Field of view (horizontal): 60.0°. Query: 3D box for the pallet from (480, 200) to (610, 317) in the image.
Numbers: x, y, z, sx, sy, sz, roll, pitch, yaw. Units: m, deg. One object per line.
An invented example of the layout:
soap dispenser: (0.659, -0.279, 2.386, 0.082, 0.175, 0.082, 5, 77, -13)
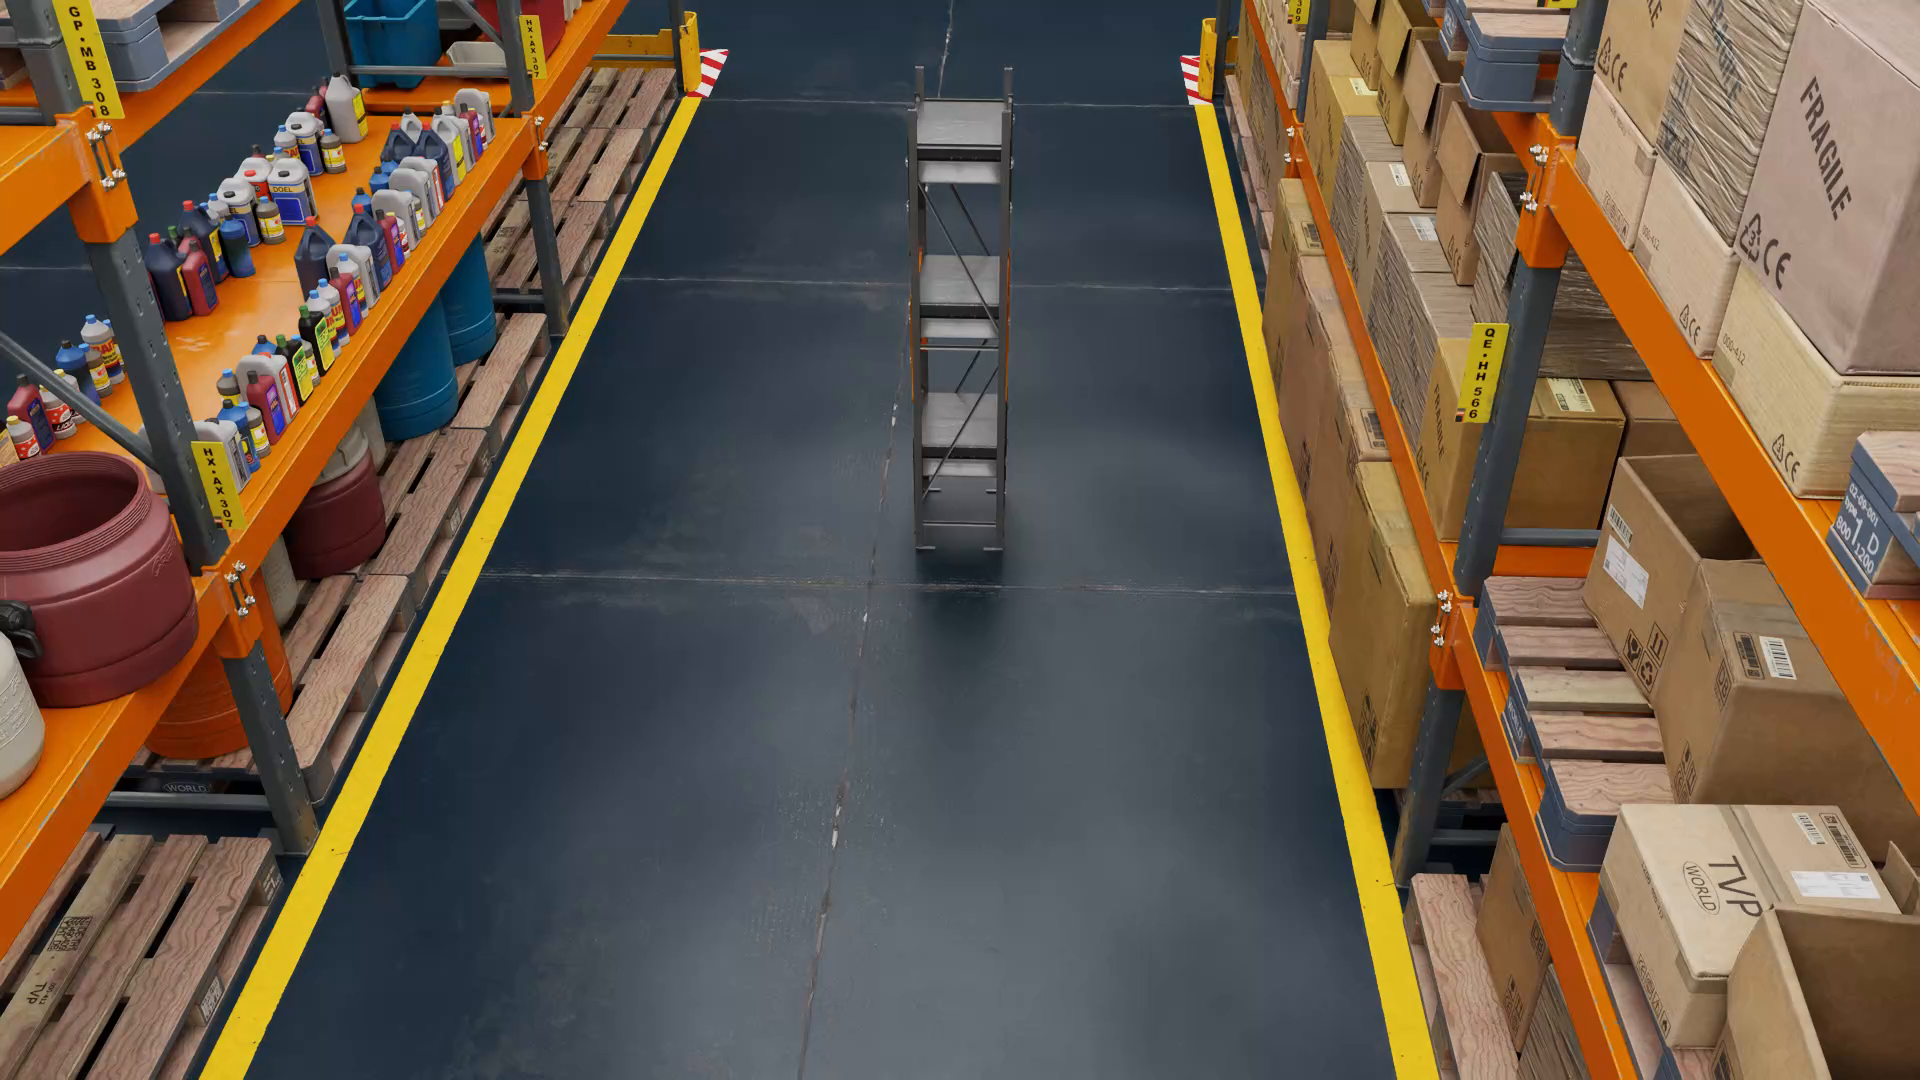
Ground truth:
pallet: (-2.732, -1.691, 9.973, 1.003, 0.211, 1.213, 1, 35, 2)

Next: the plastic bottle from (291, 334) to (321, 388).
plastic bottle: (-2.487, -0.679, 6.280, 0.097, 0.201, 0.097, 0, 35, 0)

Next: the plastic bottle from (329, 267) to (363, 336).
plastic bottle: (-2.451, -0.967, 6.619, 0.061, 0.283, 0.133, 1, 35, 2)

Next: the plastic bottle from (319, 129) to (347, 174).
plastic bottle: (-3.011, -1.868, 7.972, 0.097, 0.201, 0.097, 0, 35, 0)

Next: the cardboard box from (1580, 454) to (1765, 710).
cardboard box: (2.084, 0.102, 4.544, 0.500, 0.500, 0.500, -3, 35, -4)

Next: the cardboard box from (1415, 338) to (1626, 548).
cardboard box: (1.838, -0.327, 5.519, 0.500, 0.500, 0.500, 2, 35, 3)

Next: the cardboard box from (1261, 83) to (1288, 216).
cardboard box: (2.369, -2.492, 10.169, 0.875, 0.875, 0.875, 1, 35, 2)

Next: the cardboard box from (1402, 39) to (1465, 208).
cardboard box: (2.161, -1.627, 6.497, 0.797, 0.503, 0.637, 2, 35, 3)

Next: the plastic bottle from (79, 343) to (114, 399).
plastic bottle: (-3.249, -0.638, 6.222, 0.097, 0.201, 0.097, 0, 35, 0)

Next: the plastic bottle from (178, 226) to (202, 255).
plastic bottle: (-3.174, -1.143, 6.870, 0.061, 0.283, 0.133, 1, 35, 2)

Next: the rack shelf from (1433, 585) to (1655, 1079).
rack shelf: (1.986, 1.447, 3.708, 1.077, 0.370, 4.000, 1, 35, 2)

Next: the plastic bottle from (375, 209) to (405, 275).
plastic bottle: (-2.429, -1.283, 7.069, 0.061, 0.283, 0.133, 1, 35, 2)

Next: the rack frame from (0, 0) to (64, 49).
rack frame: (-2.883, -2.565, 3.574, 1.000, 3.000, 0.127, 1, 35, 2)

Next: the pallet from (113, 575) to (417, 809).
pallet: (-2.893, 0.576, 6.747, 1.003, 0.211, 1.213, 1, 35, 2)

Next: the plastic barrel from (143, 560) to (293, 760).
plastic barrel: (-2.880, 0.324, 6.203, 0.600, 0.830, 0.708, 1, 35, 2)

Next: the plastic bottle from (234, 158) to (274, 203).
plastic bottle: (-3.159, -1.569, 7.482, 0.152, 0.276, 0.135, 1, 35, 2)

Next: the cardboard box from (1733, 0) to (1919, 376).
cardboard box: (1.753, -0.625, 2.900, 0.500, 0.500, 0.500, 0, 35, 1)

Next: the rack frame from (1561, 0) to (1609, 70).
rack frame: (2.066, -2.451, 3.411, 1.000, 3.000, 0.127, 1, 35, 2)

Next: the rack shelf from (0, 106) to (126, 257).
rack shelf: (-2.963, 0.105, 3.008, 1.077, 0.370, 4.000, 1, 35, 2)

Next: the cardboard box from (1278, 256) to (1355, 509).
cardboard box: (2.186, -0.716, 7.642, 1.225, 0.875, 0.875, 0, 35, 0)

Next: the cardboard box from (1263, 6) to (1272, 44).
cardboard box: (1.952, -2.966, 9.580, 0.380, 0.149, 0.250, 2, 35, 3)

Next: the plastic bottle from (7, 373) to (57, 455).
plastic bottle: (-3.284, -0.438, 5.866, 0.061, 0.283, 0.133, 1, 35, 2)

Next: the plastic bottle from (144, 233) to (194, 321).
plastic bottle: (-3.199, -1.080, 6.721, 0.144, 0.351, 0.185, 1, 35, 2)

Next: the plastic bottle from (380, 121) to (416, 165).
plastic bottle: (-2.584, -1.750, 7.675, 0.144, 0.351, 0.185, 1, 35, 2)

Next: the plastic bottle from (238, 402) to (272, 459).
plastic bottle: (-2.507, -0.393, 5.873, 0.097, 0.201, 0.097, 0, 35, 0)

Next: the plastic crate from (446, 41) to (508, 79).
plastic crate: (-2.561, -2.590, 9.003, 0.396, 0.136, 0.243, 1, 35, 2)

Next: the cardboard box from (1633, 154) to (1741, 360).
cardboard box: (1.772, -0.603, 3.521, 0.500, 0.250, 0.500, 2, 35, 3)

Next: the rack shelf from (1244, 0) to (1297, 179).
rack shelf: (2.307, -3.149, 10.248, 1.077, 0.370, 4.000, 1, 35, 2)

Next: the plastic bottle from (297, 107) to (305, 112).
plastic bottle: (-3.159, -1.956, 8.037, 0.097, 0.271, 0.097, 0, 35, 0)

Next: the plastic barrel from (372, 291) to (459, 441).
plastic barrel: (-2.790, -1.003, 8.029, 0.600, 0.901, 0.708, 1, 35, 2)

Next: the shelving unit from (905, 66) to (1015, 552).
shelving unit: (0.007, -0.954, 7.282, 0.431, 2.100, 0.503, 1, 35, 2)

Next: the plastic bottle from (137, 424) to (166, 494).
plastic bottle: (-2.695, -0.305, 5.683, 0.152, 0.276, 0.135, 1, 35, 2)

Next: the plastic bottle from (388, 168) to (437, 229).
plastic bottle: (-2.456, -1.547, 7.451, 0.152, 0.276, 0.135, 1, 35, 2)

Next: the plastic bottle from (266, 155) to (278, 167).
plastic bottle: (-3.176, -1.682, 7.708, 0.097, 0.201, 0.097, 0, 35, 0)

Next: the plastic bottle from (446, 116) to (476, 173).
plastic bottle: (-2.430, -1.914, 7.973, 0.152, 0.276, 0.135, 1, 35, 2)

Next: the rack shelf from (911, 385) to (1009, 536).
rack shelf: (0.007, -0.370, 7.692, 0.431, 0.518, 0.480, 1, 35, 2)

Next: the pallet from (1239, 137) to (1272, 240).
pallet: (2.382, -2.292, 10.827, 1.003, 0.211, 1.213, 1, 35, 2)

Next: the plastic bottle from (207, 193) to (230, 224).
plastic bottle: (-3.200, -1.368, 7.200, 0.097, 0.271, 0.097, 0, 35, 0)

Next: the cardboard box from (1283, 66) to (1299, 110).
cardboard box: (1.912, -2.375, 8.738, 0.380, 0.149, 0.250, 2, 35, 2)

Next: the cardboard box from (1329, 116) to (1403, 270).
cardboard box: (1.919, -1.501, 7.190, 0.500, 0.500, 0.500, 1, 35, 1)

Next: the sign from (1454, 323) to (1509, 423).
sign: (1.511, -0.481, 4.819, 0.100, 0.325, 0.005, 1, 35, 2)

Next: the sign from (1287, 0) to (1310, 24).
sign: (1.672, -2.693, 8.152, 0.100, 0.325, 0.005, 1, 35, 2)

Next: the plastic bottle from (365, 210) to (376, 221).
plastic bottle: (-2.508, -1.270, 7.060, 0.097, 0.271, 0.097, 0, 35, 0)

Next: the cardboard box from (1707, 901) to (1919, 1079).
cardboard box: (1.883, 1.090, 3.136, 0.797, 0.503, 0.637, 5, 35, 7)

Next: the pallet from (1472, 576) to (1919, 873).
pallet: (2.144, 0.494, 4.605, 1.213, 0.211, 1.003, 1, 35, 2)
